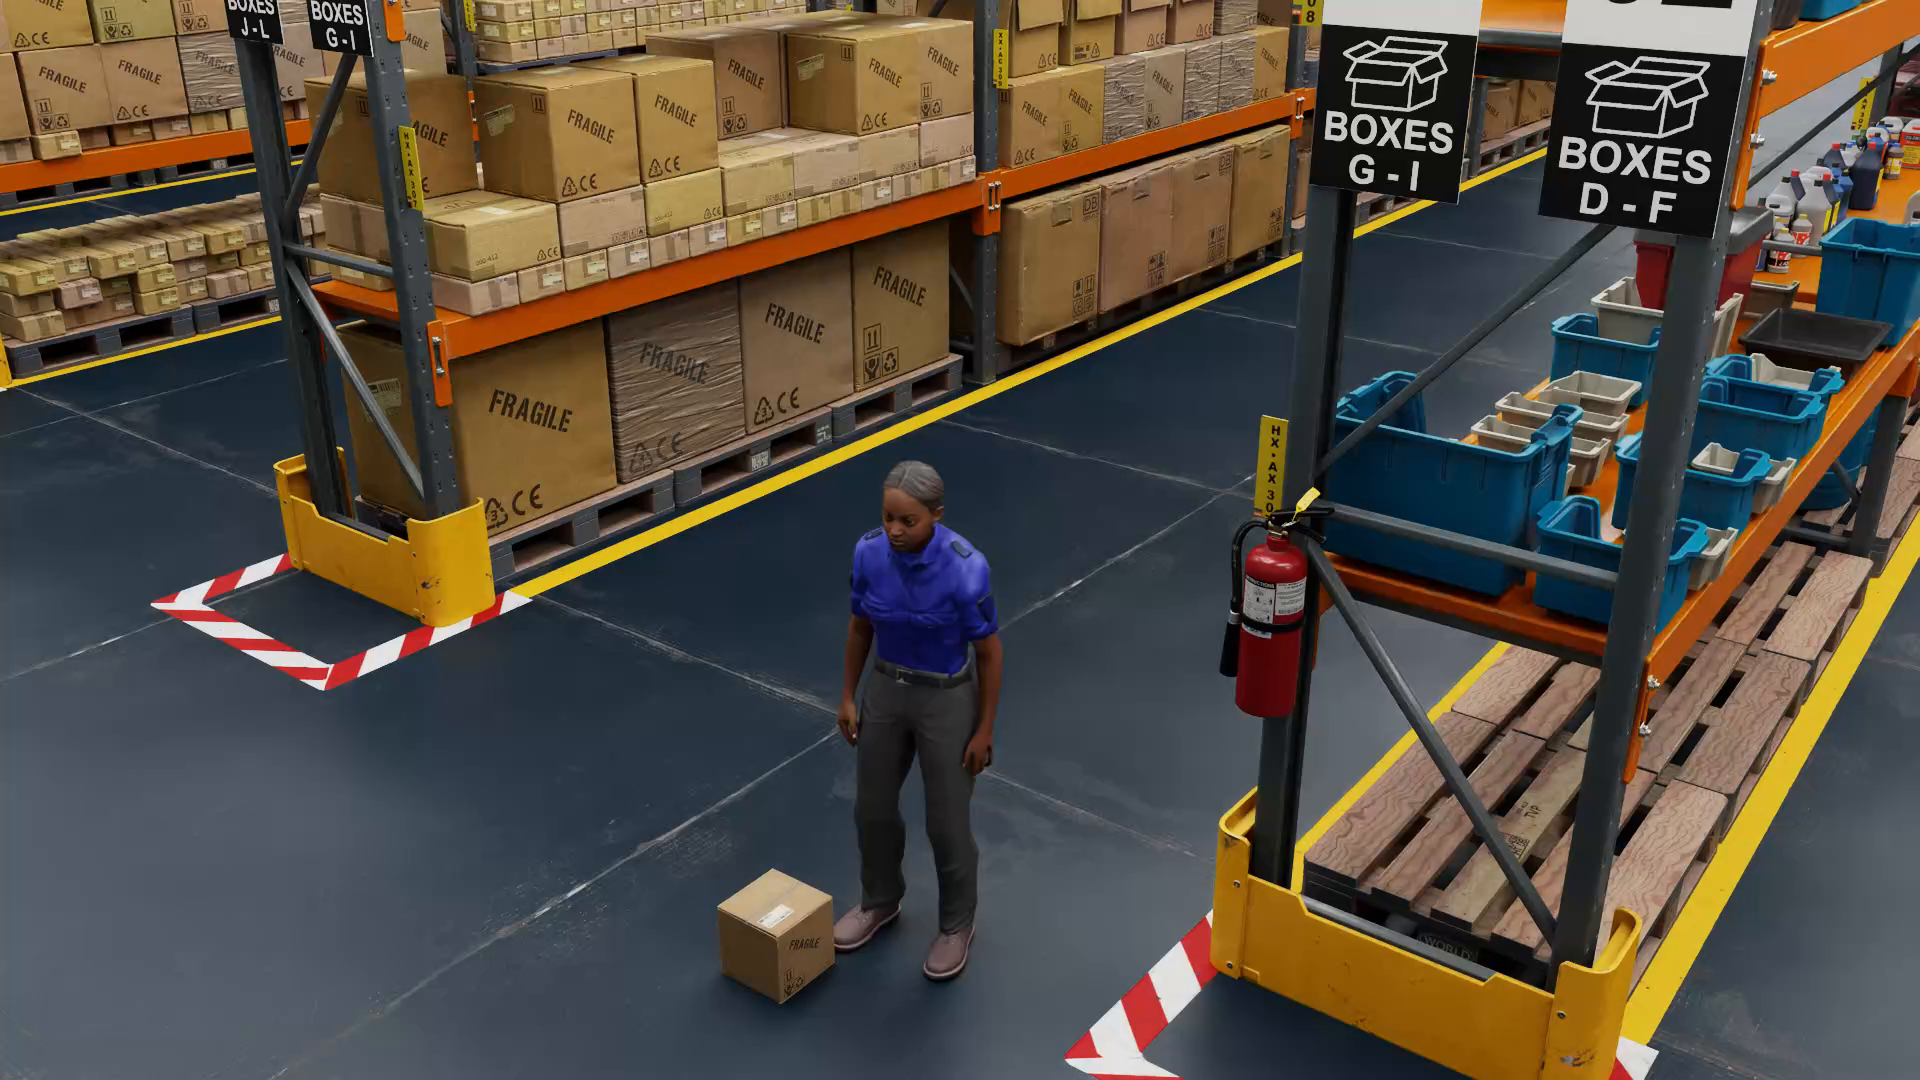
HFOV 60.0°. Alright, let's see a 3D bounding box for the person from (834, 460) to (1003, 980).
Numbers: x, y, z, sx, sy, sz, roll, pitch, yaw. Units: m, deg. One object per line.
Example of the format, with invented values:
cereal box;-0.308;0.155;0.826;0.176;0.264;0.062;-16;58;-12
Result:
person;-0.131;0.513;4.935;0.524;1.655;0.351;11;26;23
